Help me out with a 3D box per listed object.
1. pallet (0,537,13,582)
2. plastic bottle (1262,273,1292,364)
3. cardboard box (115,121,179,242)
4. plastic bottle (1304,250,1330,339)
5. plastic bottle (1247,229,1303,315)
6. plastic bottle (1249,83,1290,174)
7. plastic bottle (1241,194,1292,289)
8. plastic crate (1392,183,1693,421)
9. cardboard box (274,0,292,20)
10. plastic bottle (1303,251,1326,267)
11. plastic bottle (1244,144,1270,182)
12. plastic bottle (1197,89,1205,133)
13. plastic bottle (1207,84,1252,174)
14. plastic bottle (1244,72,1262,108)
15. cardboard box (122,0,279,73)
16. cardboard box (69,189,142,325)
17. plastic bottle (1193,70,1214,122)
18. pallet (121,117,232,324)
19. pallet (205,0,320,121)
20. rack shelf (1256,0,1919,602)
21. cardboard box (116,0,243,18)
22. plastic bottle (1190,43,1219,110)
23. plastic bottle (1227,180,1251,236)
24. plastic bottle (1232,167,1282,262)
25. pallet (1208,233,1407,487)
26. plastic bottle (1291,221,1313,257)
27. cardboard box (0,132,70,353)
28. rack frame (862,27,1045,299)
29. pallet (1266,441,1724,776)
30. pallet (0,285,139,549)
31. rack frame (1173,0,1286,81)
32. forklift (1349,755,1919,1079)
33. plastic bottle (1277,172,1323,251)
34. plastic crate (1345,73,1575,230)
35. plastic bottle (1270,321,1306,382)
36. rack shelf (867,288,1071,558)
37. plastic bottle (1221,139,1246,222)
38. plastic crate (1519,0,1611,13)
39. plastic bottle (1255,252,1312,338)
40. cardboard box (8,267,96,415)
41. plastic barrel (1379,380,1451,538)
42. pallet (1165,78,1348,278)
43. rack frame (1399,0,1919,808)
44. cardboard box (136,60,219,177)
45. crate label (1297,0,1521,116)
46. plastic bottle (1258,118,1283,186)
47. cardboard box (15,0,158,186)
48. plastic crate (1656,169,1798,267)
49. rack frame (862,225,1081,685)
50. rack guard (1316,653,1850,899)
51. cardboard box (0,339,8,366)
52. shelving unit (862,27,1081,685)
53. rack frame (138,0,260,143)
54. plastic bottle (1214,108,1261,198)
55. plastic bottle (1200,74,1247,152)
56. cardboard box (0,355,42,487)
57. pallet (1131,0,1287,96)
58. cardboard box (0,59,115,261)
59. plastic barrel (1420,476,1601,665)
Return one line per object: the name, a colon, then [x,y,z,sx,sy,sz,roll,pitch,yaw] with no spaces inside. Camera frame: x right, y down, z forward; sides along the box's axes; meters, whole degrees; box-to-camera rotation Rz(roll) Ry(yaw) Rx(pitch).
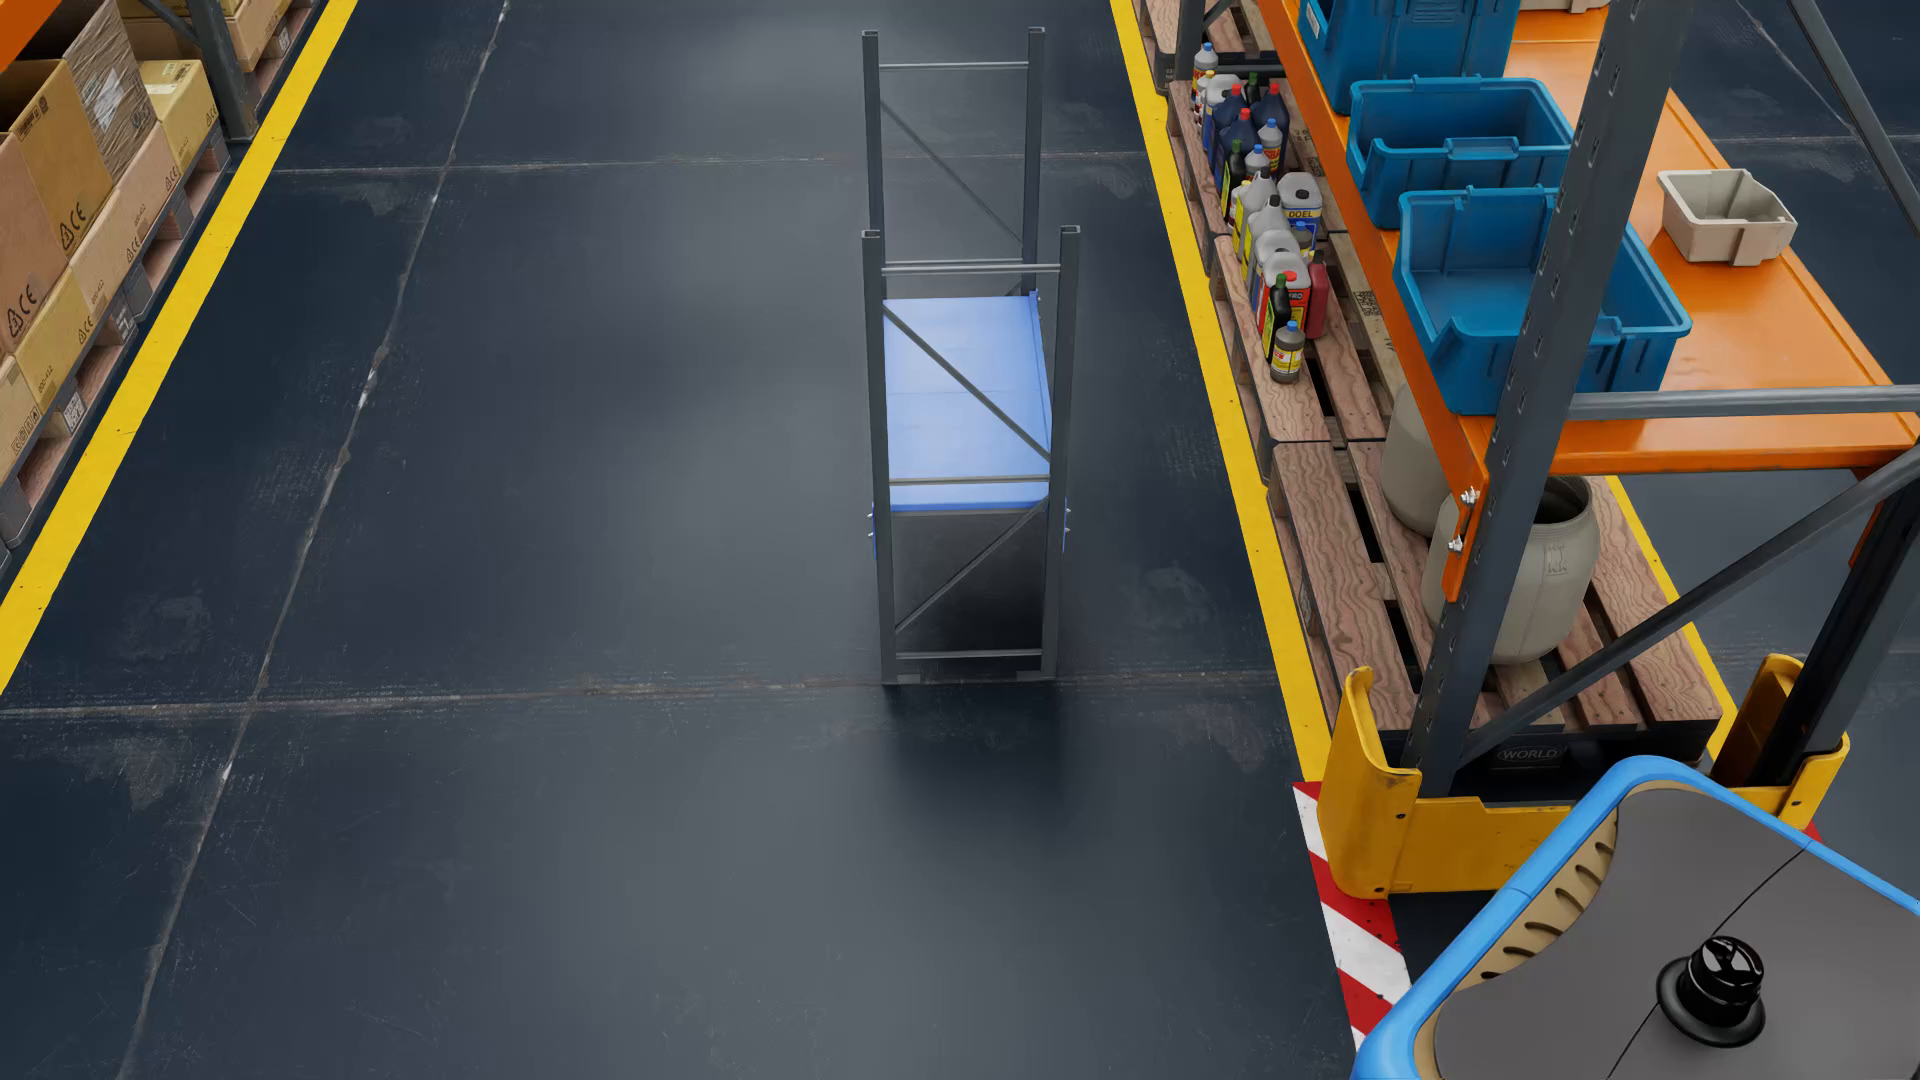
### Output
pallet: [-3.429,0.383,4.676,1.003,0.211,1.213,-2,43,-2]
plastic bottle: [1.055,-0.736,5.518,0.061,0.283,0.133,-1,43,-1]
cardboard box: [-3.275,-1.327,6.202,0.500,0.250,0.500,-2,43,-2]
plastic bottle: [1.201,-0.832,5.623,0.061,0.283,0.133,-2,43,-2]
plastic bottle: [1.089,-0.920,5.723,0.152,0.276,0.135,-3,43,-3]
plastic bottle: [1.188,-1.603,6.414,0.144,0.351,0.185,-2,43,-2]
plastic bottle: [1.078,-1.059,5.820,0.144,0.351,0.185,0,43,0]
plastic crate: [1.274,-0.544,3.734,0.499,0.251,0.616,-2,43,-2]
cardboard box: [-3.315,-2.596,7.586,0.500,0.250,0.500,-1,43,-1]
plastic bottle: [1.213,-0.908,5.766,0.097,0.201,0.097,0,43,0]
plastic bottle: [1.096,-1.344,6.190,0.097,0.271,0.097,0,43,0]
plastic bottle: [1.009,-1.736,6.669,0.097,0.201,0.097,0,43,0]
plastic bottle: [1.044,-1.599,6.409,0.144,0.351,0.185,-1,43,-1]
plastic bottle: [1.147,-1.689,6.557,0.061,0.283,0.133,-2,43,-2]
cardboard box: [-3.294,-2.251,7.210,0.500,0.250,0.500,-3,43,-3]
cardboard box: [-3.239,-0.990,5.834,0.500,0.250,0.500,-2,43,-2]
plastic bottle: [1.004,-1.804,6.744,0.097,0.201,0.097,0,43,0]
pallet: [-3.533,-1.264,6.473,1.003,0.211,1.213,-2,43,-2]
pallet: [-3.595,-2.299,7.601,1.003,0.211,1.213,-2,43,-2]
rack shelf: [1.509,-1.355,5.040,1.077,0.370,4.000,-2,43,-2]
cardboard box: [-3.293,-2.464,7.028,0.500,0.311,0.500,-2,43,-2]
plastic bottle: [1.000,-1.899,6.795,0.097,0.271,0.097,0,43,0]
plastic bottle: [1.041,-1.225,6.111,0.097,0.201,0.097,0,43,0]
plastic bottle: [1.070,-1.184,5.957,0.144,0.351,0.185,-2,43,-2]
pallet: [1.466,-0.662,5.816,1.003,0.211,1.213,-2,43,-2]
plastic bottle: [1.197,-1.037,5.907,0.097,0.201,0.097,0,43,0]
cardboard box: [-3.216,-0.929,5.212,0.500,0.500,0.500,-2,43,-2]
rack frame: [-0.018,-0.838,5.055,0.500,1.500,0.032,-2,43,-2]
pallet: [1.515,0.160,4.919,1.003,0.211,1.213,-2,43,-2]
pallet: [-3.478,-0.439,5.572,1.003,0.211,1.213,-2,43,-2]
rack frame: [1.424,-2.970,6.270,1.000,3.000,0.127,-2,43,-2]
forklift: [2.042,1.037,1.950,3.031,2.935,1.130,34,52,31]
plastic bottle: [1.217,-1.178,6.005,0.152,0.276,0.135,-2,43,-2]
plastic crate: [1.252,-0.983,4.212,0.499,0.251,0.408,-2,43,-2]
plastic bottle: [1.078,-0.627,5.460,0.097,0.201,0.097,0,43,0]
rack shelf: [0.004,-0.363,4.802,0.538,0.185,1.000,-2,43,-2]
plastic bottle: [1.017,-1.334,6.170,0.061,0.283,0.133,0,43,0]
plastic crate: [1.746,-1.784,5.171,0.530,0.136,0.437,-2,43,-2]
plastic bottle: [1.095,-0.826,5.621,0.152,0.276,0.135,-1,43,-1]
cardboard box: [-3.217,-0.652,5.466,0.500,0.250,0.500,-2,43,-2]
plastic barrel: [1.469,-0.288,4.874,0.421,0.512,0.421,0,43,0]
pallet: [1.411,-1.487,6.716,1.003,0.211,1.213,-2,43,-2]
rack frame: [1.594,-0.270,3.324,1.000,3.000,0.127,-2,43,-2]
cardboard box: [-3.287,-1.665,6.570,0.500,0.250,0.500,-2,43,-2]
crate label: [1.246,-1.517,4.659,0.502,0.435,0.616,-2,43,-2]
plastic bottle: [1.171,-1.475,6.333,0.097,0.271,0.097,0,43,0]
cardboard box: [-3.277,-1.603,5.948,0.500,0.500,0.500,-2,43,-2]
plastic crate: [1.878,-0.786,4.082,0.298,0.136,0.250,-2,43,-2]
rack frame: [0.025,-0.152,4.306,0.500,1.500,0.032,-2,43,-2]
rack guard: [1.544,0.602,4.223,1.175,0.500,0.348,-2,43,-2]
cardboard box: [-3.213,-0.591,4.844,0.500,0.500,0.500,-2,43,-2]
shelving unit: [0.004,-0.495,4.680,0.538,1.500,1.048,-2,43,-2]
rack frame: [-3.525,-2.830,6.118,1.000,3.000,0.127,-2,43,-2]
plastic bottle: [1.052,-1.471,6.270,0.144,0.351,0.185,-3,43,-4]
plastic bottle: [1.041,-1.683,6.556,0.152,0.276,0.135,0,43,0]
cardboard box: [-3.201,-0.315,5.097,0.500,0.250,0.500,-2,43,-2]
pallet: [1.352,-2.471,7.790,1.003,0.211,1.213,-2,43,-2]
cardboard box: [-3.252,-1.266,5.580,0.500,0.500,0.500,-2,43,-2]
plastic barrel: [1.490,0.051,4.505,0.421,0.512,0.421,0,43,0]
